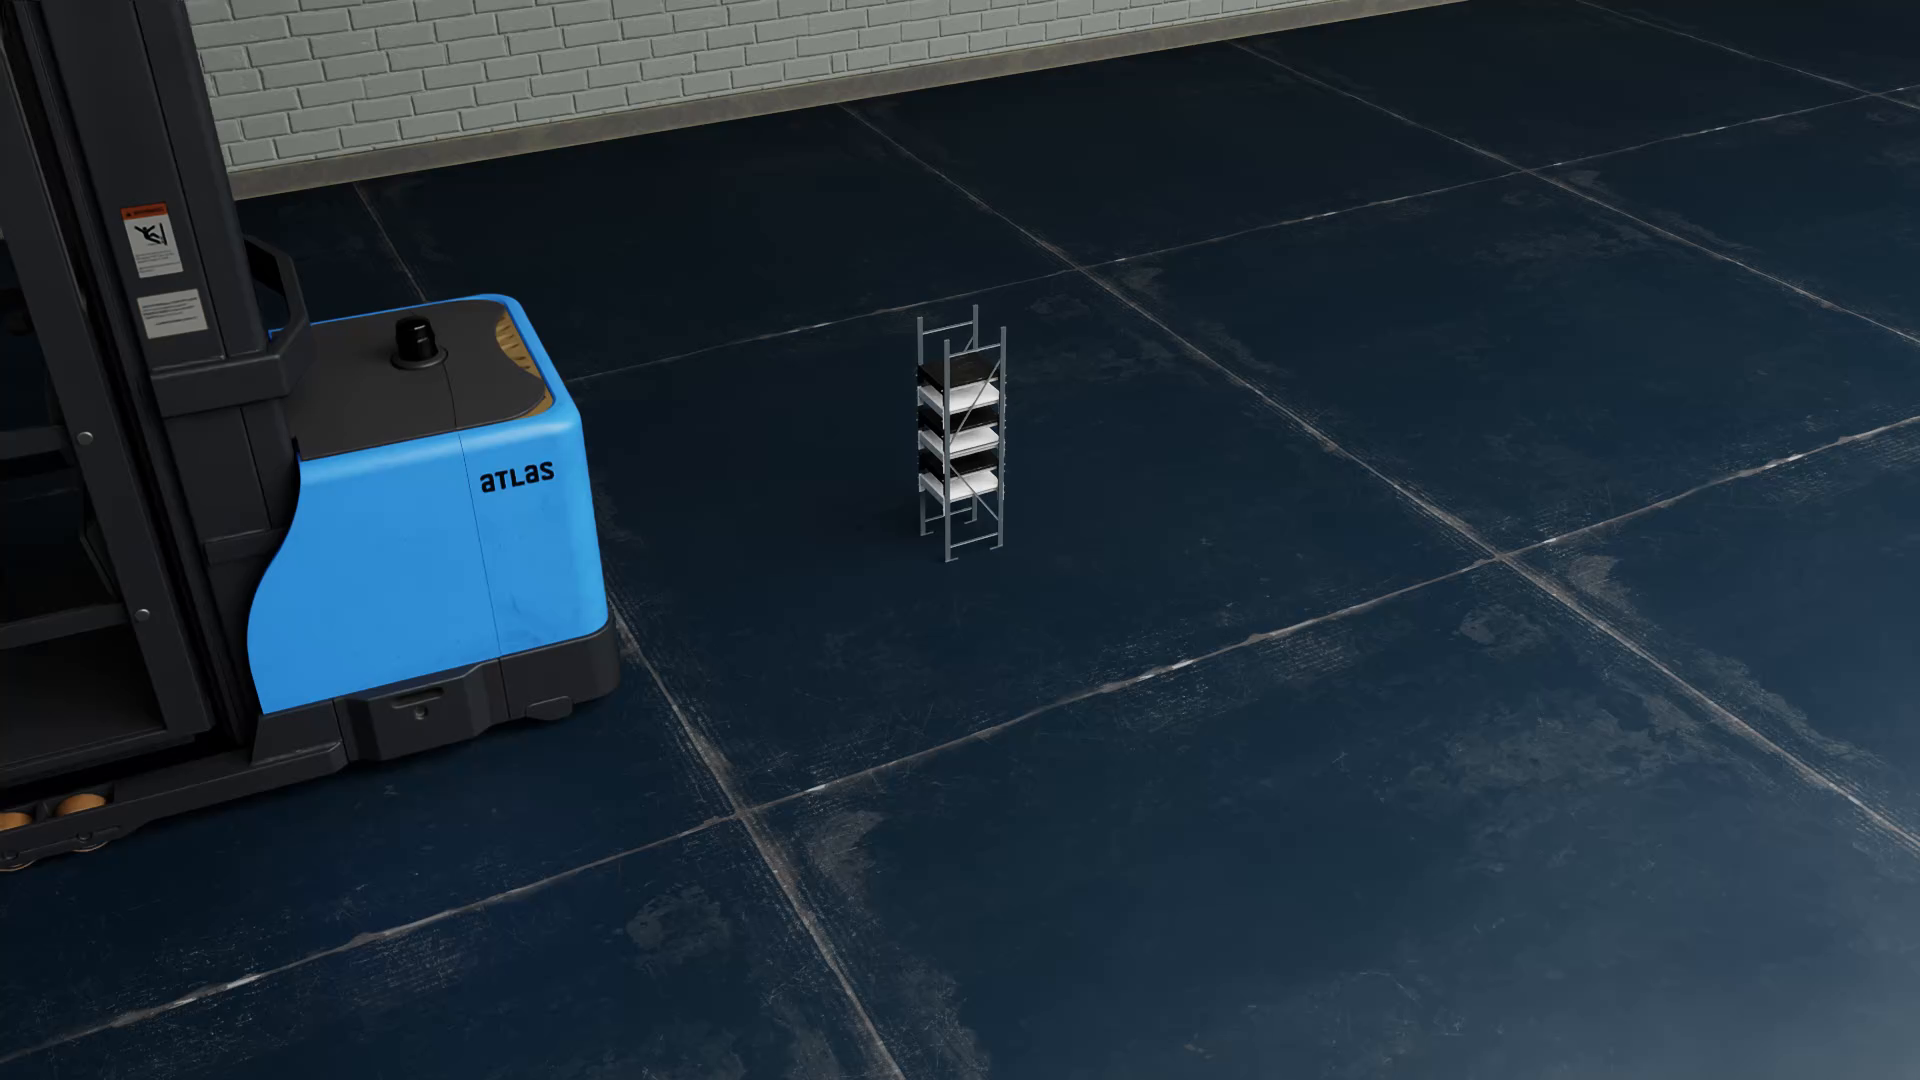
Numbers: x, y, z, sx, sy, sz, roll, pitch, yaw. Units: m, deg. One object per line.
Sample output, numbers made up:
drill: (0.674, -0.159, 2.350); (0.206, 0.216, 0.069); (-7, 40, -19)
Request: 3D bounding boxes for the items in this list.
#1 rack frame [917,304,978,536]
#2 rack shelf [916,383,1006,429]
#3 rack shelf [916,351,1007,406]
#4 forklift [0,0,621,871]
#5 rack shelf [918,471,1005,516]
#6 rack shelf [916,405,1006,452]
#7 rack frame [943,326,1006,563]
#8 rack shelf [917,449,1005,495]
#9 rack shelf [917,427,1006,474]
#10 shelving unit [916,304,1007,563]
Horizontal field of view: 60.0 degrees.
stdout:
rack frame: (-0.044, -0.424, 6.077); (0.240, 0.900, 0.006); (-16, 36, -23)
rack shelf: (0.004, -0.499, 5.922); (0.258, 0.077, 0.200); (-16, 36, -23)
rack shelf: (0.004, -0.574, 5.874); (0.258, 0.077, 0.200); (-16, 36, -23)
forklift: (-2.666, -0.610, 4.486); (3.031, 2.935, 1.130); (-14, 35, -20)
rack shelf: (0.004, -0.195, 6.116); (0.258, 0.077, 0.200); (-16, 36, -23)
rack shelf: (0.004, -0.423, 5.971); (0.258, 0.077, 0.200); (-16, 36, -23)
rack frame: (0.051, -0.327, 5.925); (0.240, 0.900, 0.006); (-16, 36, -23)
rack shelf: (0.004, -0.271, 6.068); (0.258, 0.077, 0.200); (-16, 36, -23)
rack shelf: (0.004, -0.347, 6.019); (0.258, 0.077, 0.200); (-16, 36, -23)
shelving unit: (0.004, -0.375, 6.001); (0.258, 0.900, 0.210); (-16, 36, -23)
